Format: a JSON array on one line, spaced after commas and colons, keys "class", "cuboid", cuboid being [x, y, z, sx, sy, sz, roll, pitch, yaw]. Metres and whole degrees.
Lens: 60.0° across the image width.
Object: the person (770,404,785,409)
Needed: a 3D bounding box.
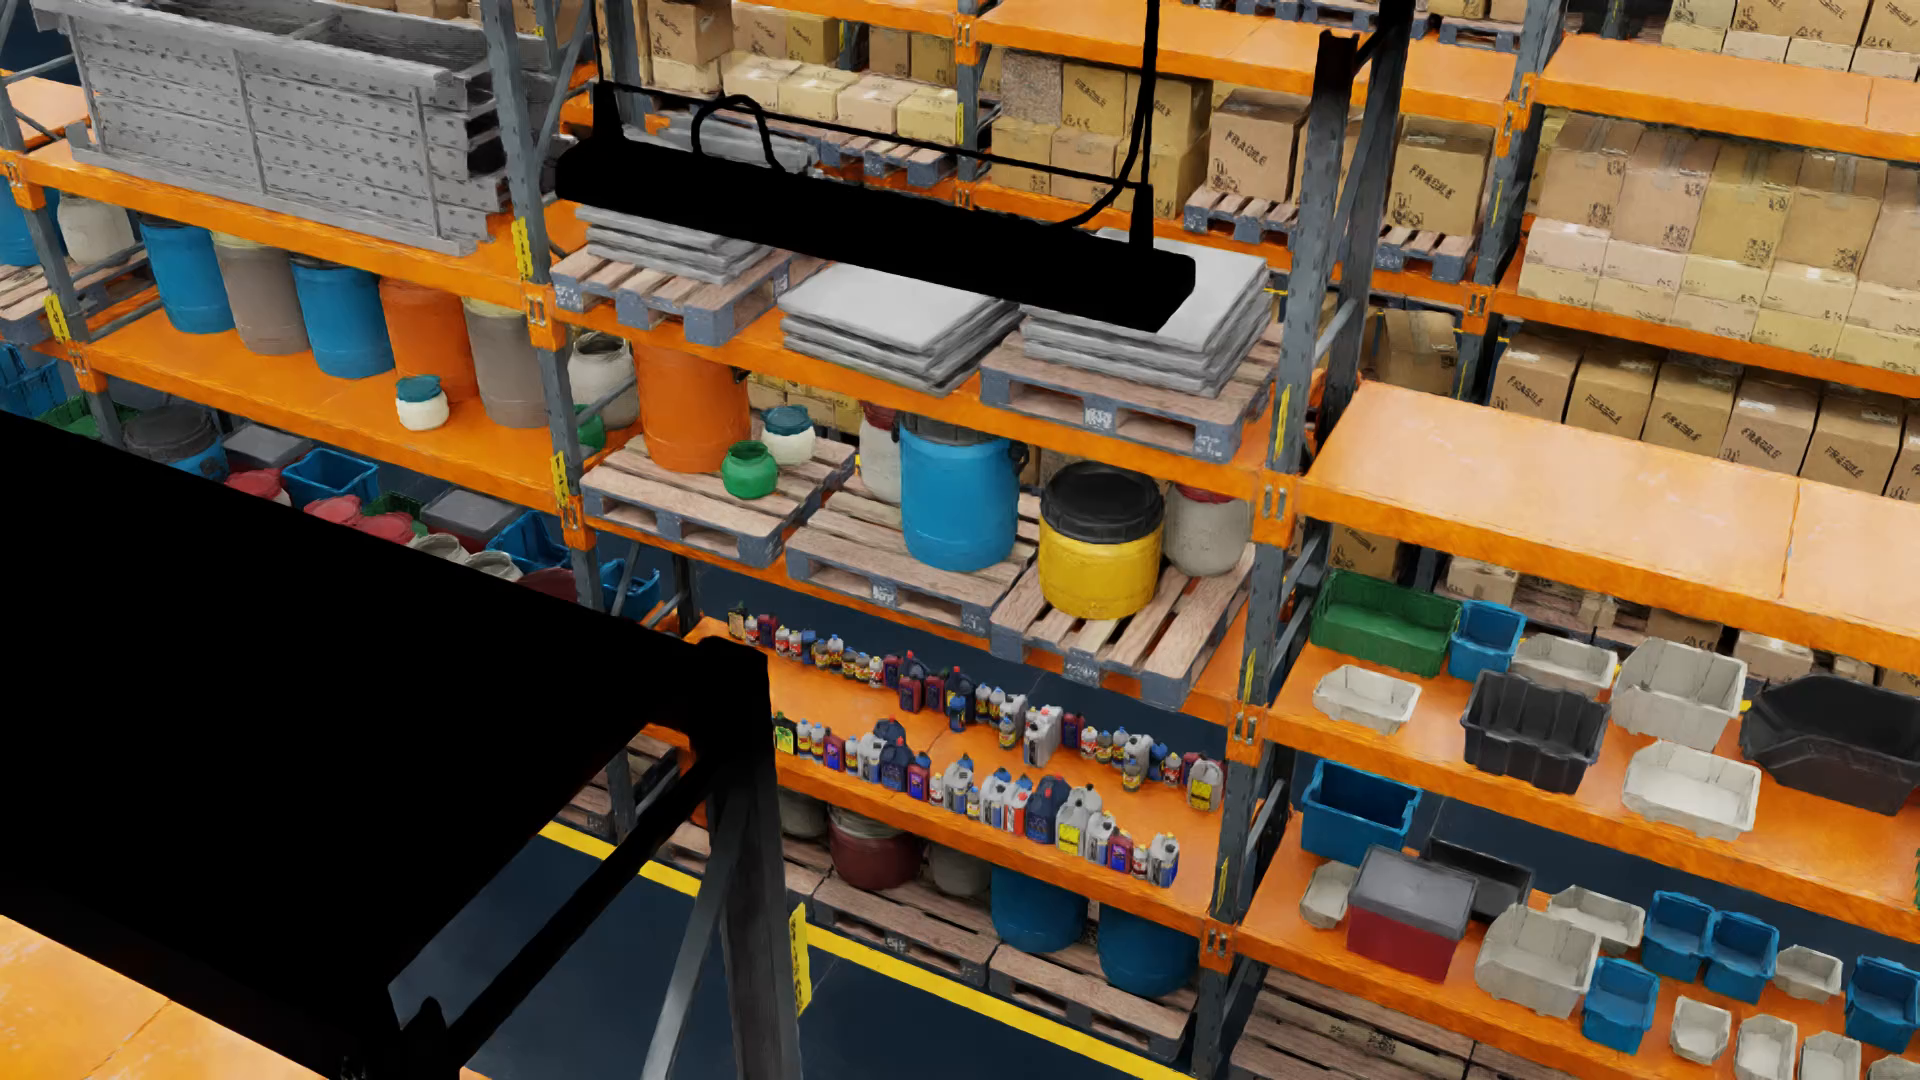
[{"class": "person", "cuboid": [-1.236, -0.370, 13.072, 0.519, 1.541, 0.566, 14, 38, 20]}]
